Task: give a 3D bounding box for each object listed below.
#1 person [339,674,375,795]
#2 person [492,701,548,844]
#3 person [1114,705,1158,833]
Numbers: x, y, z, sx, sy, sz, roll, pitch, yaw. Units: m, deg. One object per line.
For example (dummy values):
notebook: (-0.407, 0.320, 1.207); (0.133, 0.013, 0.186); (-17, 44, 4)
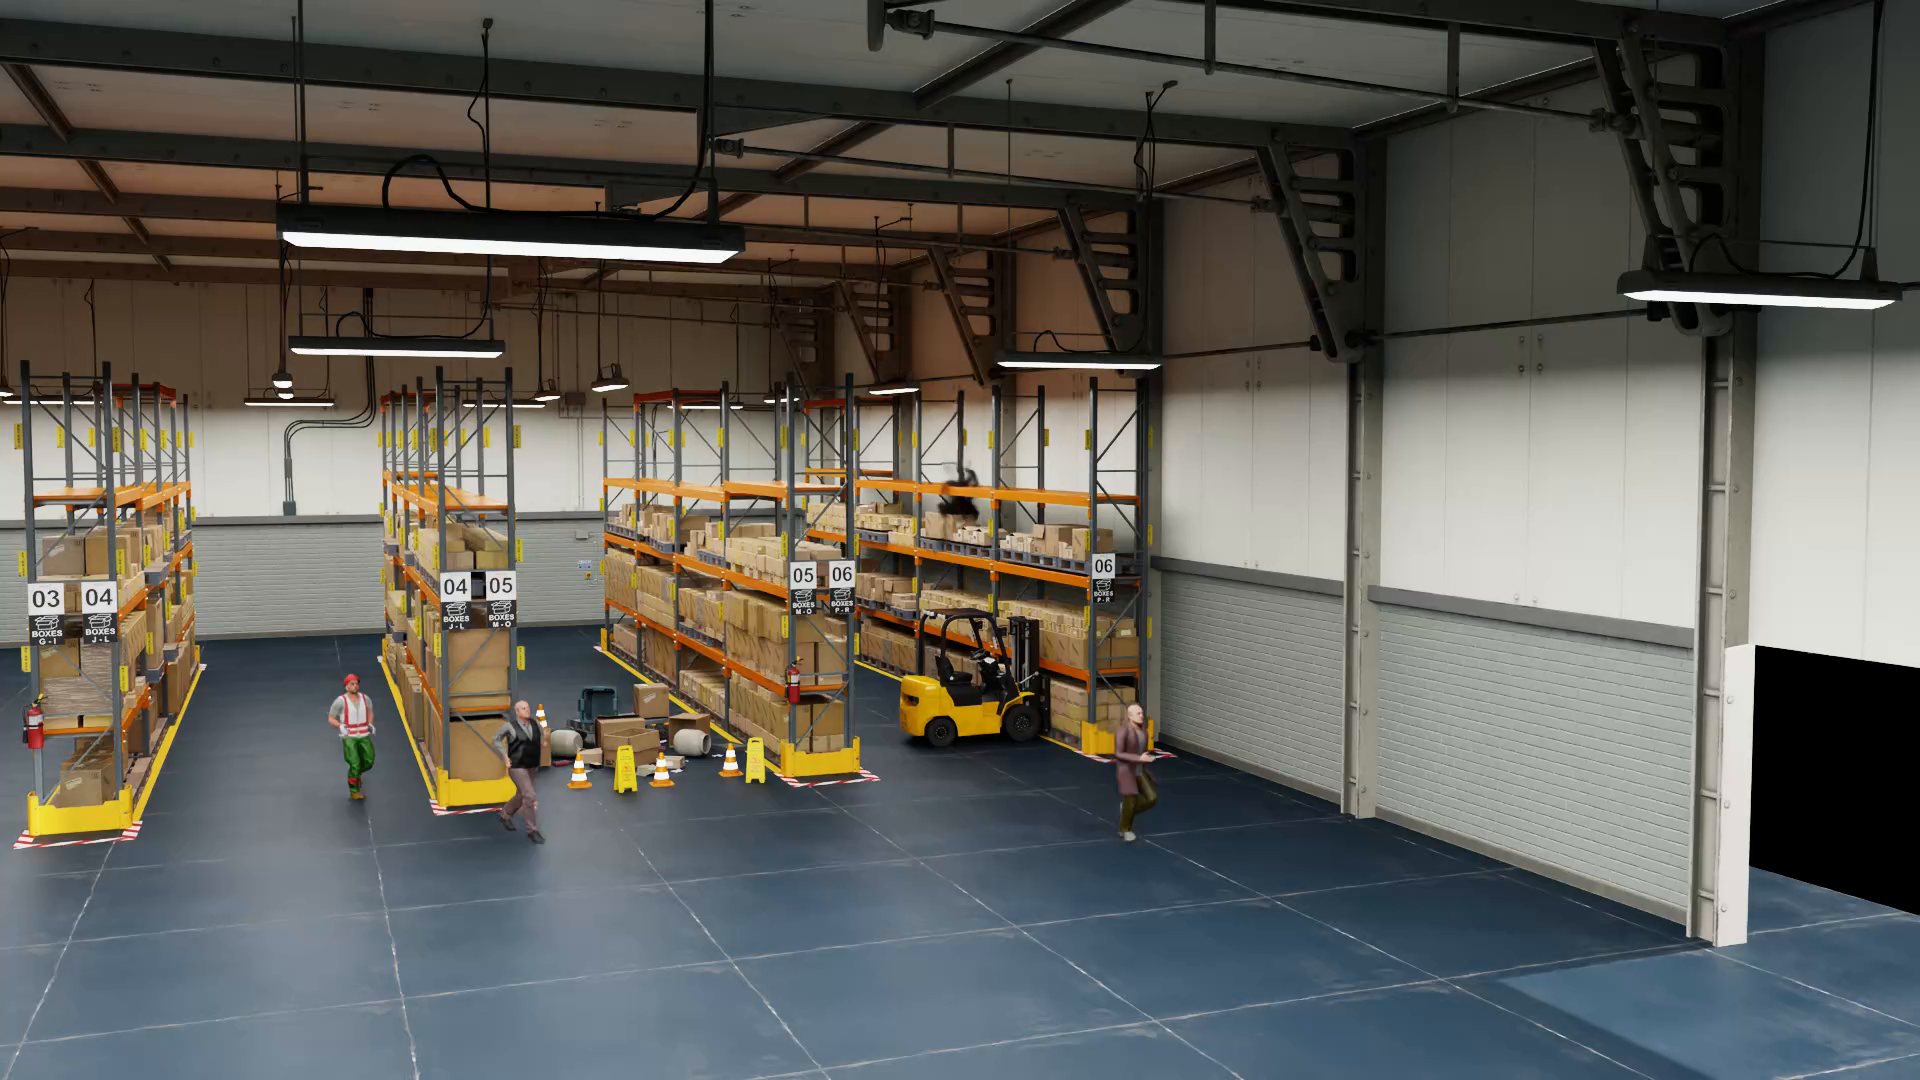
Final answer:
person: (-8.427, 2.711, 23.150); (0.508, 1.683, 0.569); (-3, 5, -42)
person: (-5.480, 2.884, 20.884); (0.877, 1.759, 0.638); (2, 4, 33)
person: (2.203, 2.857, 20.604); (0.761, 1.654, 0.704); (-3, 4, -39)
